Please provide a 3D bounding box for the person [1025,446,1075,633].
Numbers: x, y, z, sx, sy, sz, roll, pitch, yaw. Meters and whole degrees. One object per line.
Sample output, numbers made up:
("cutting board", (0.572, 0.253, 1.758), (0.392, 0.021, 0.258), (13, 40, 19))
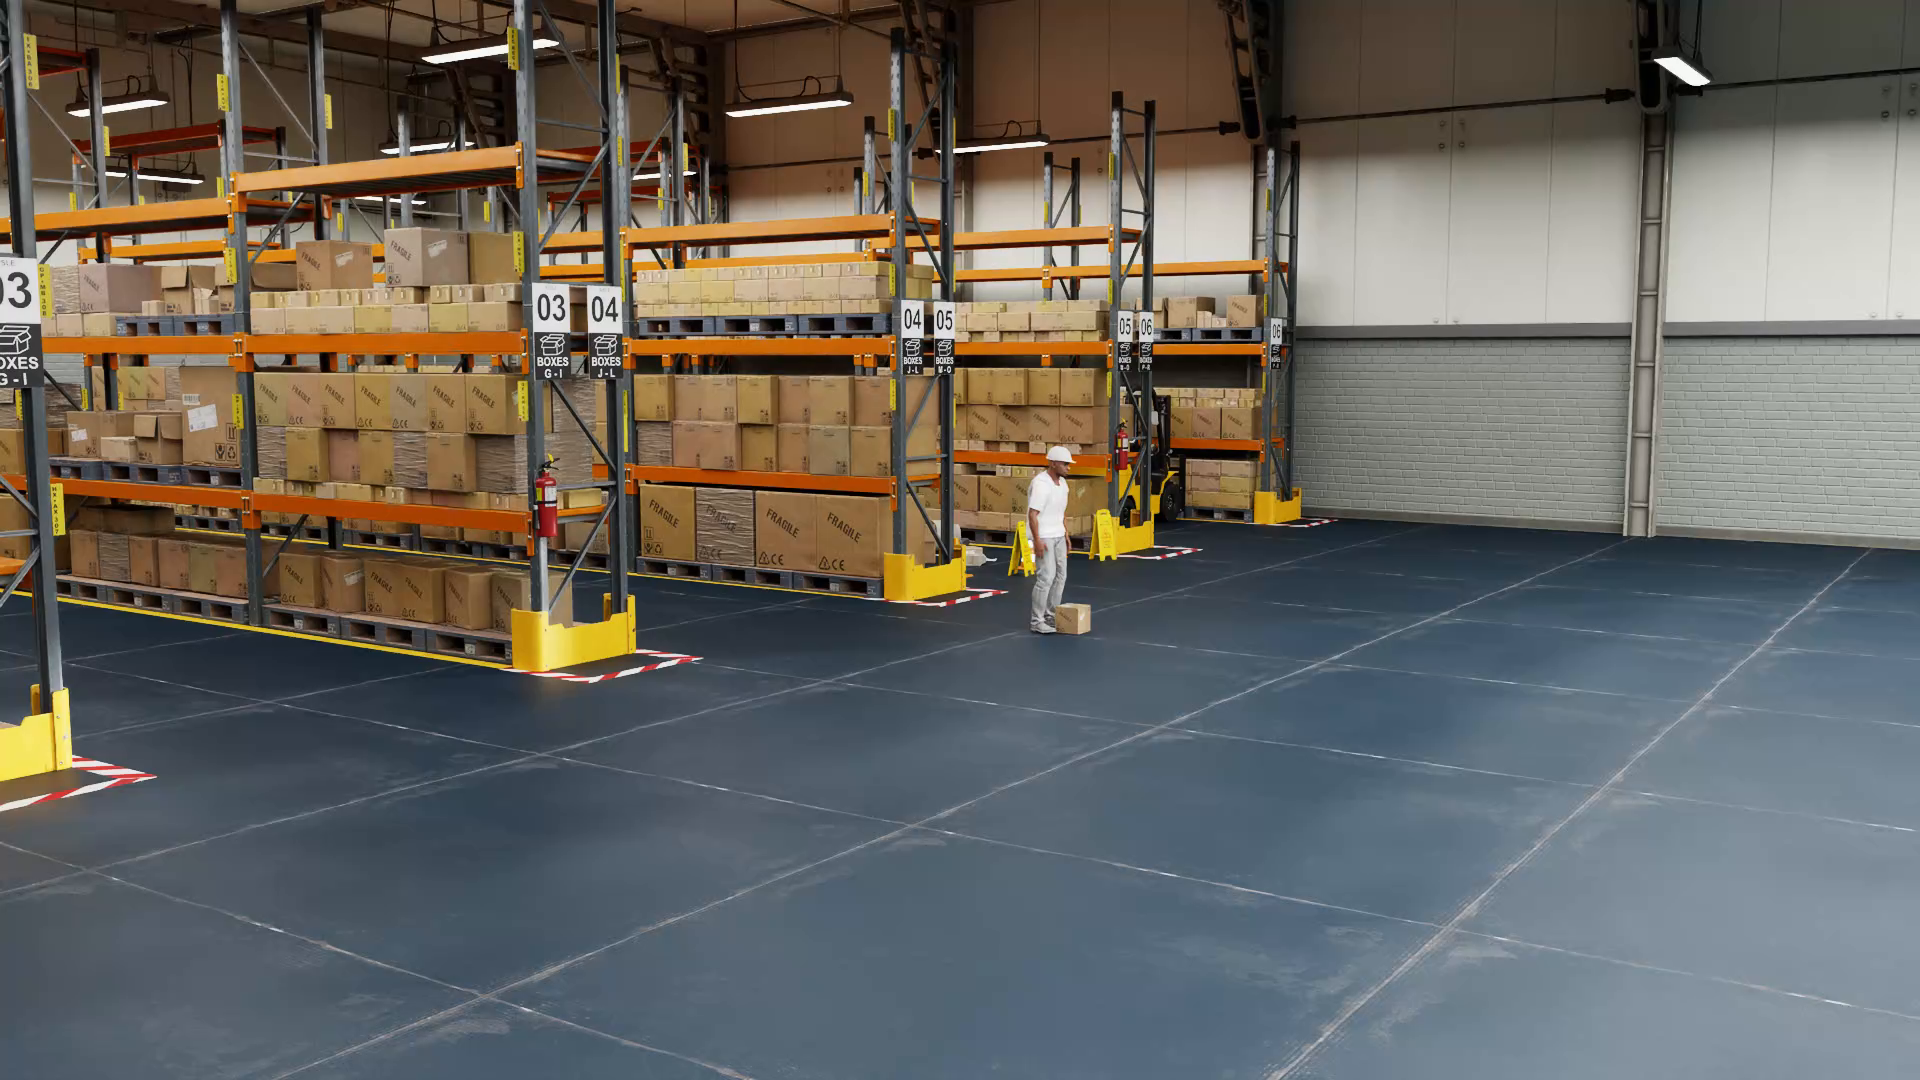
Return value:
("person", (0.868, -0.014, 15.831), (0.458, 1.760, 0.626), (4, 7, 32))
